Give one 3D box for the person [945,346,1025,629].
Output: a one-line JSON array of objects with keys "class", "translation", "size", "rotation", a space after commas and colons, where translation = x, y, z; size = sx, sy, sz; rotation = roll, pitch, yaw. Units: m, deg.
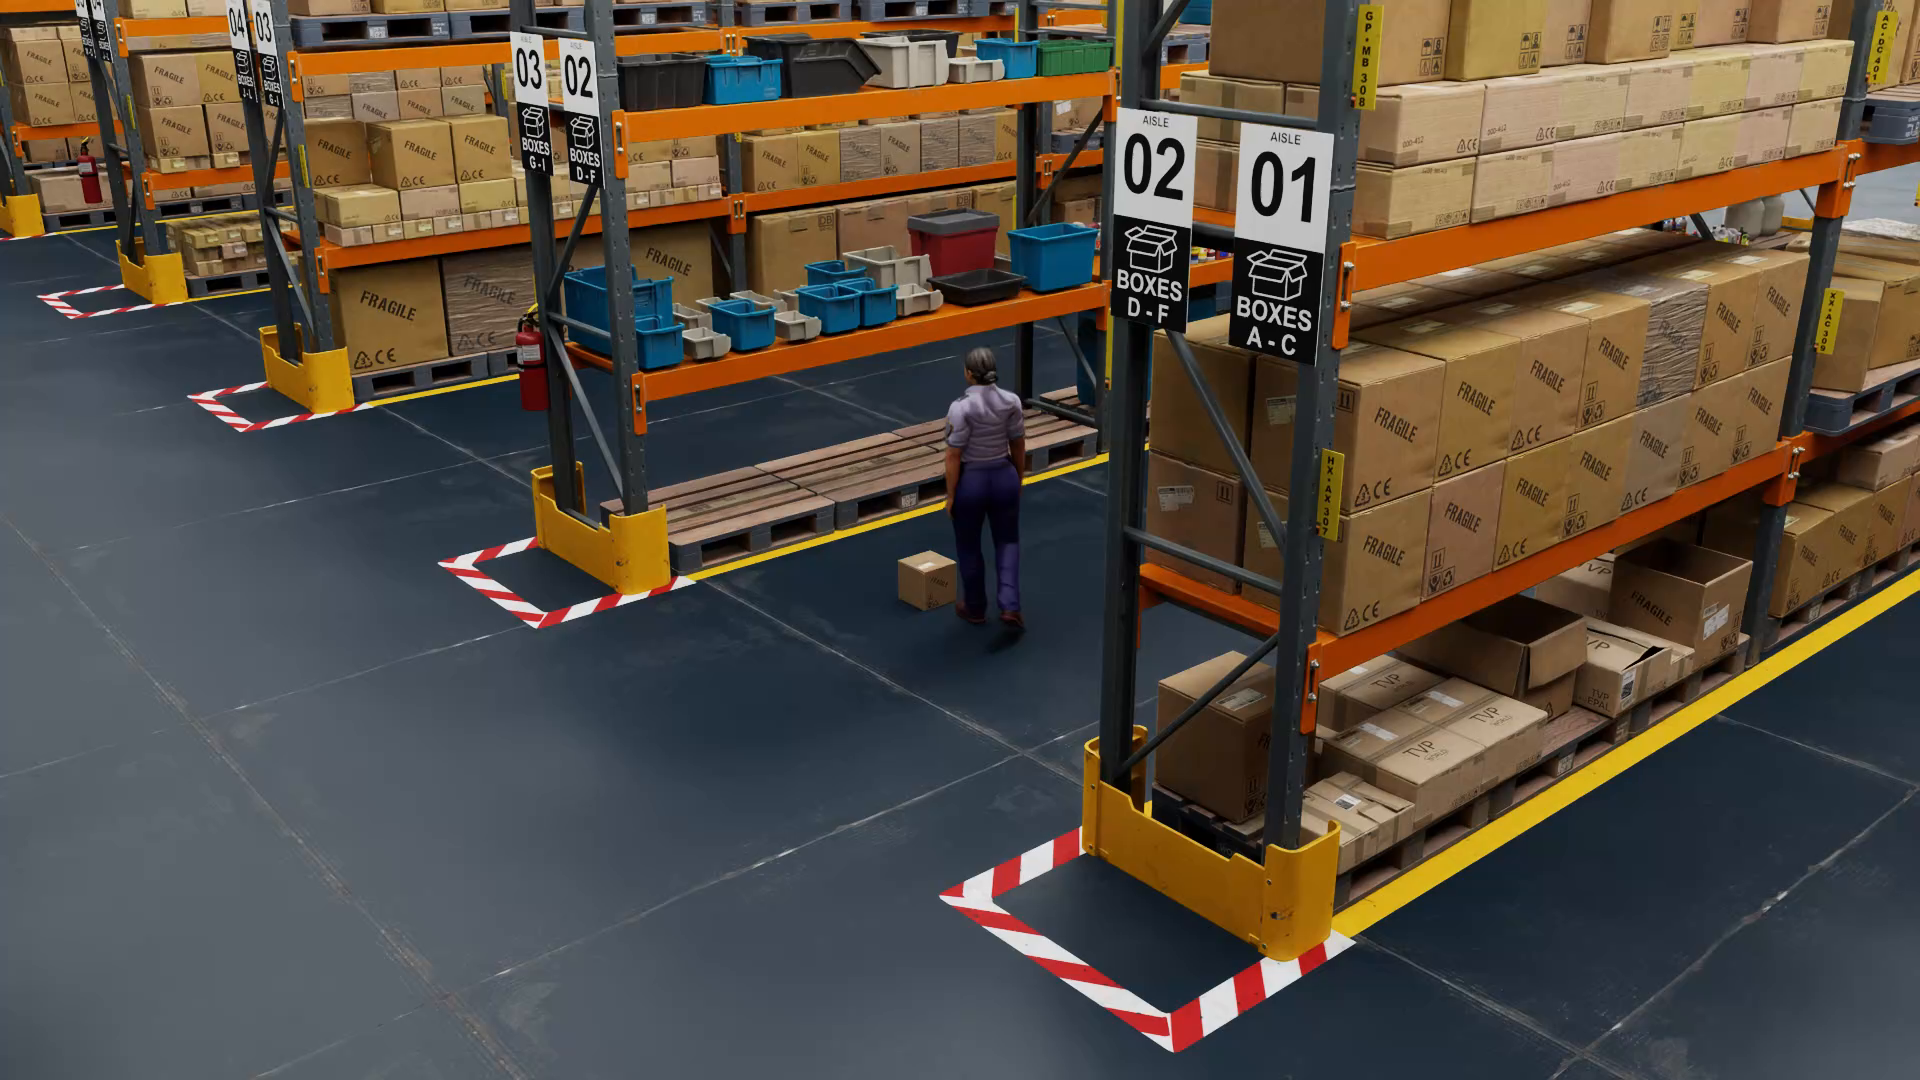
[{"class": "person", "translation": [0.146, -0.271, 9.287], "size": [0.506, 1.651, 0.626], "rotation": [-7, 22, -18]}]
